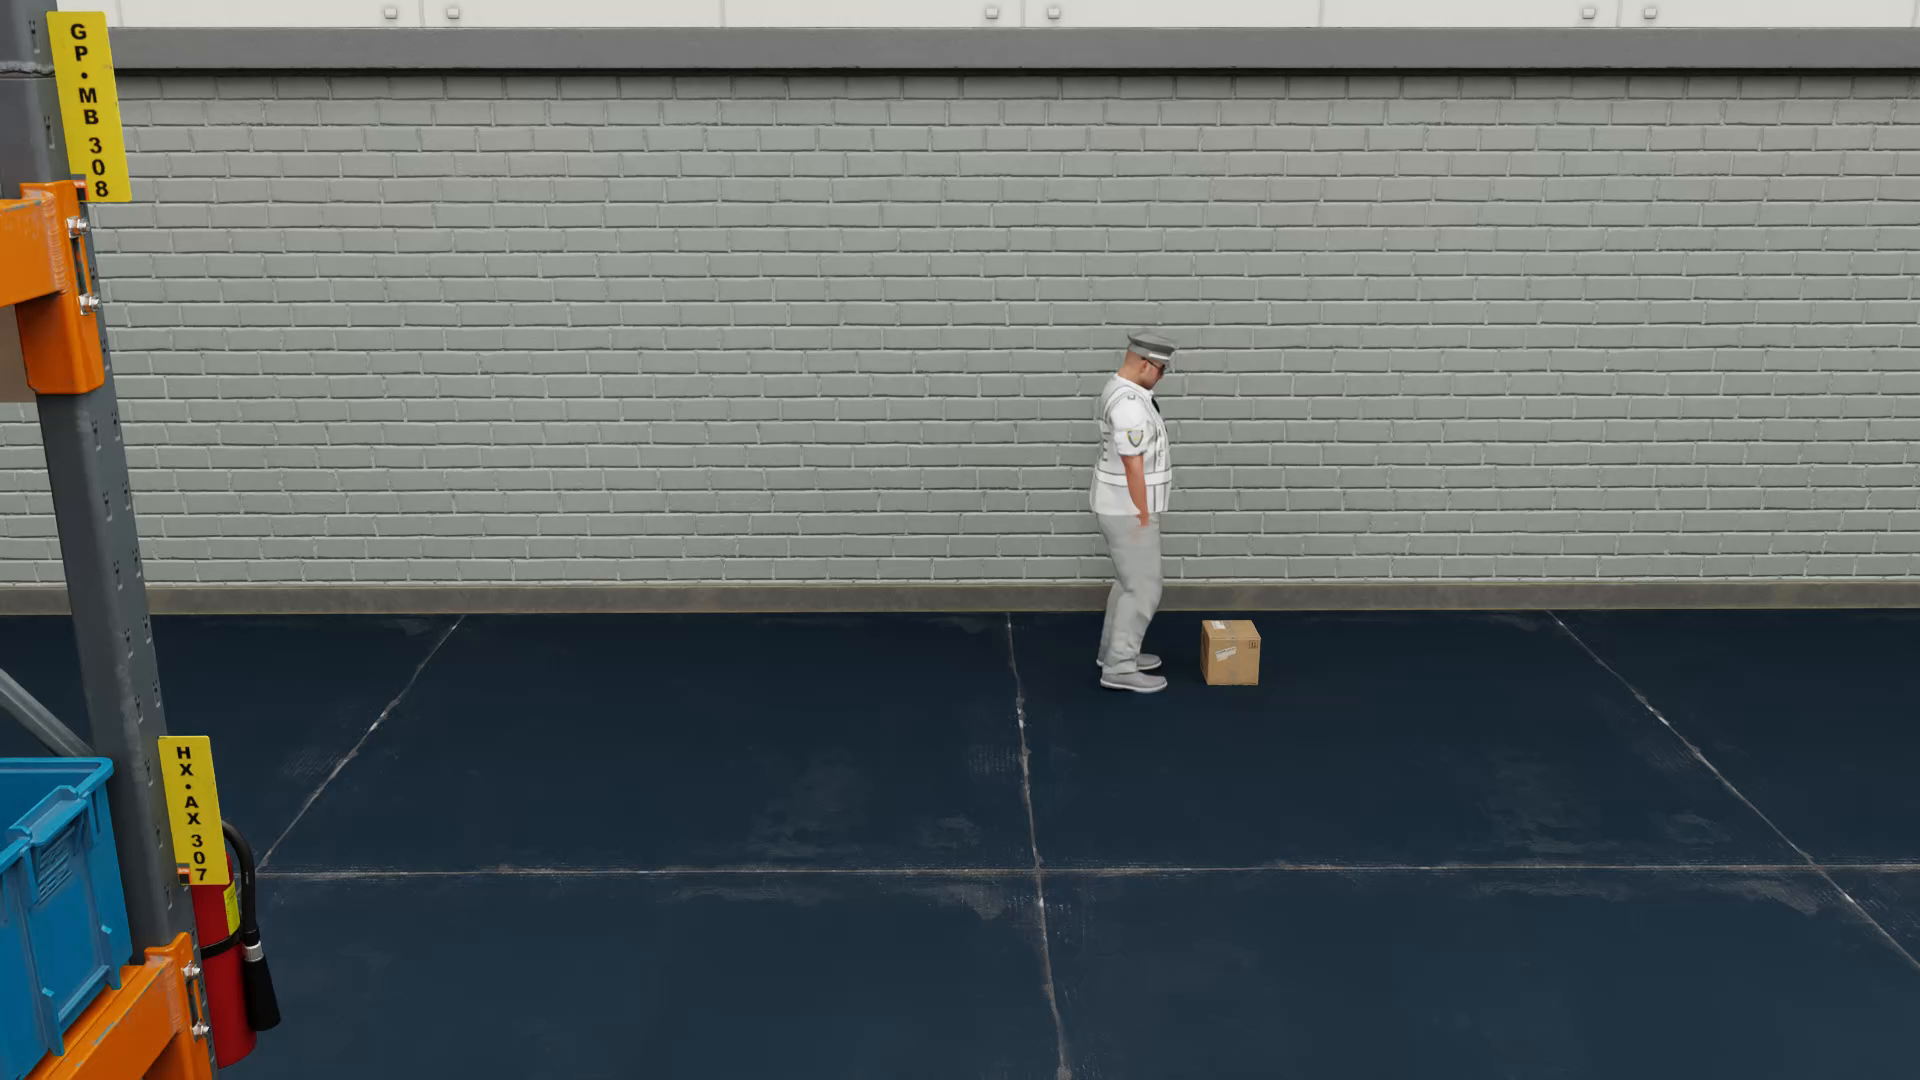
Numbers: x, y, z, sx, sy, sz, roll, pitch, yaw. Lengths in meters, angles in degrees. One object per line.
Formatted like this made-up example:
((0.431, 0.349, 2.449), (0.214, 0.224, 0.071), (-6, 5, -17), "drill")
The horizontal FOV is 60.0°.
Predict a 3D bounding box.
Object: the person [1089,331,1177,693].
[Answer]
((0.826, -0.149, 8.073), (0.392, 1.733, 0.538), (0, 17, 0), "person")
